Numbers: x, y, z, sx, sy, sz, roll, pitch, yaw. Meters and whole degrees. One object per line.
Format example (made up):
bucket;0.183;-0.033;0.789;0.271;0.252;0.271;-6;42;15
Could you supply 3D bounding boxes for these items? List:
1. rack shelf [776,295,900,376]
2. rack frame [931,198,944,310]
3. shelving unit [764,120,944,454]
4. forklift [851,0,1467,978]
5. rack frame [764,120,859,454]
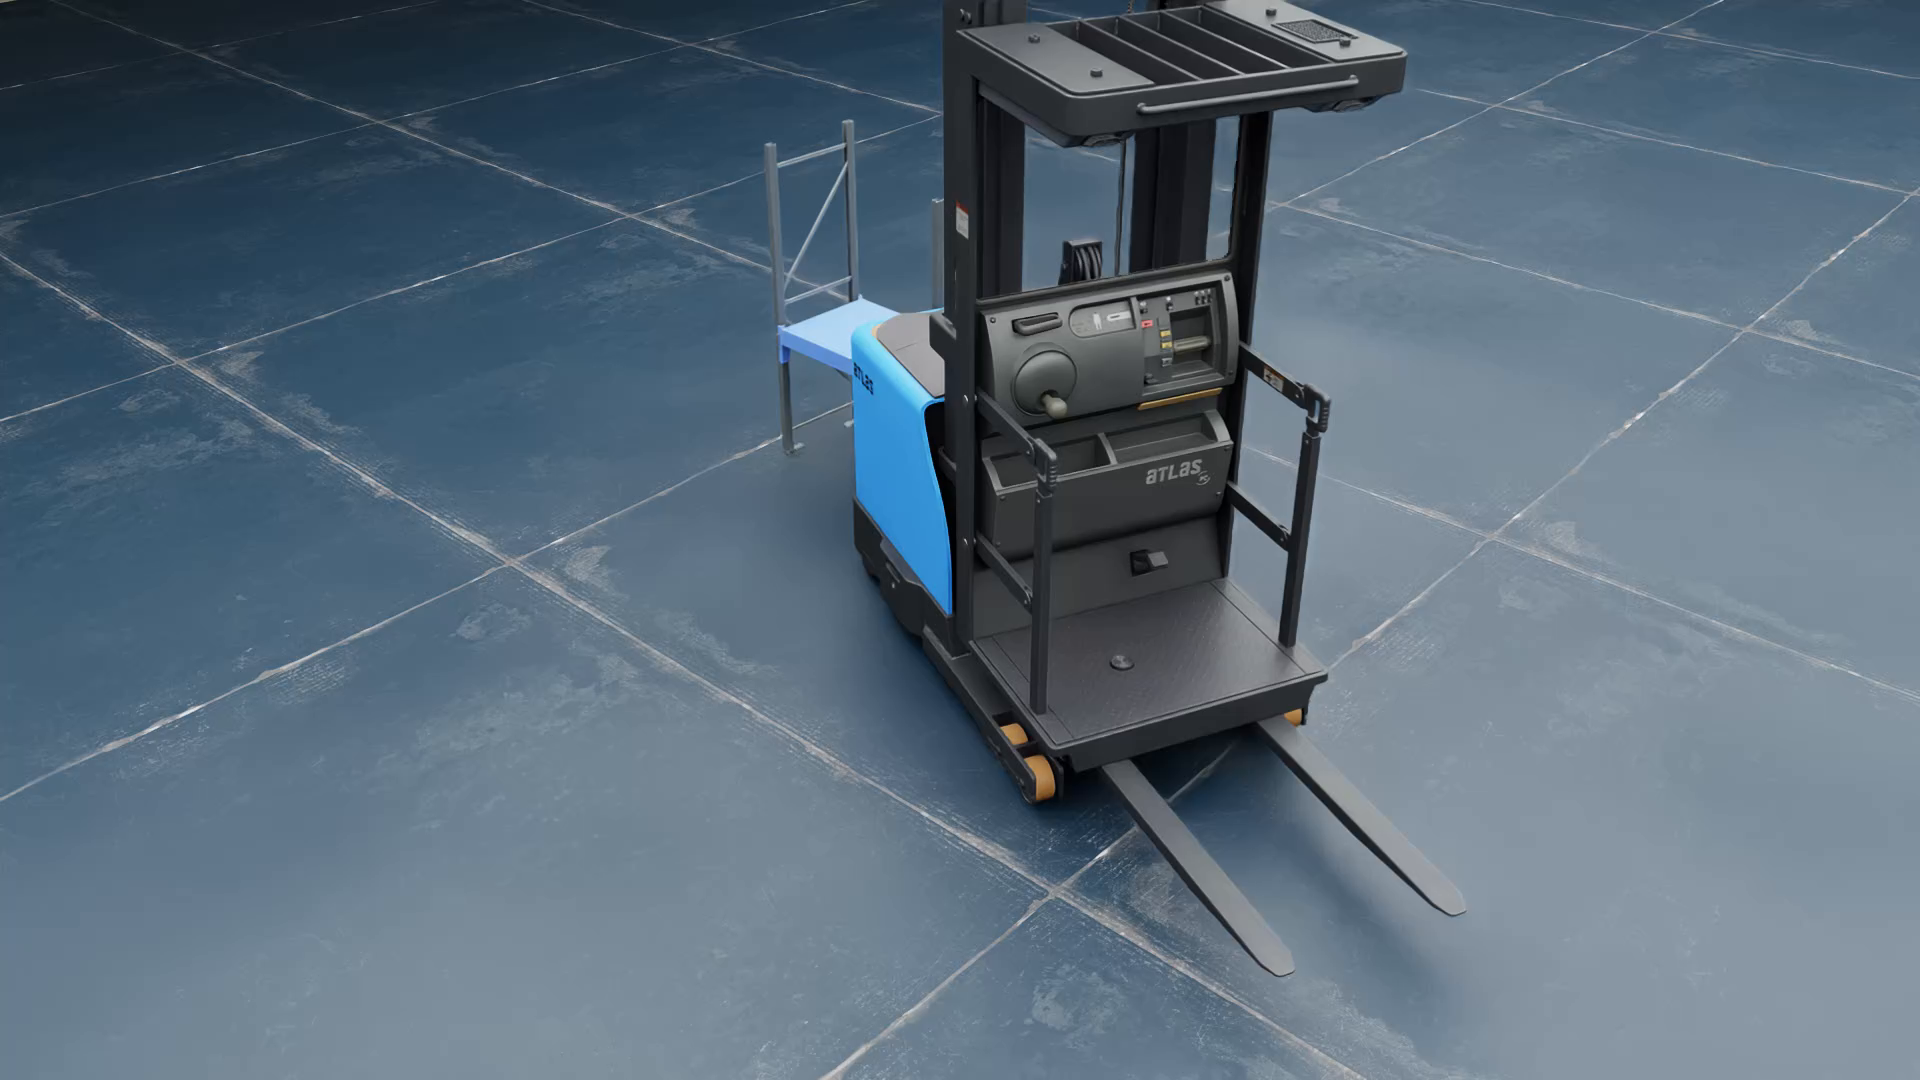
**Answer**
rack shelf;-0.296;-0.815;7.499;1.000;0.185;0.538;26;40;36
rack frame;0.070;-0.787;7.104;0.032;1.500;0.500;26;40;36
shelving unit;-0.296;-0.969;7.406;1.048;1.500;0.538;26;40;36
forklift;0.606;-0.602;5.407;1.130;2.935;3.031;-13;33;-20
rack frame;-0.662;-1.151;7.708;0.032;1.500;0.500;26;40;36
